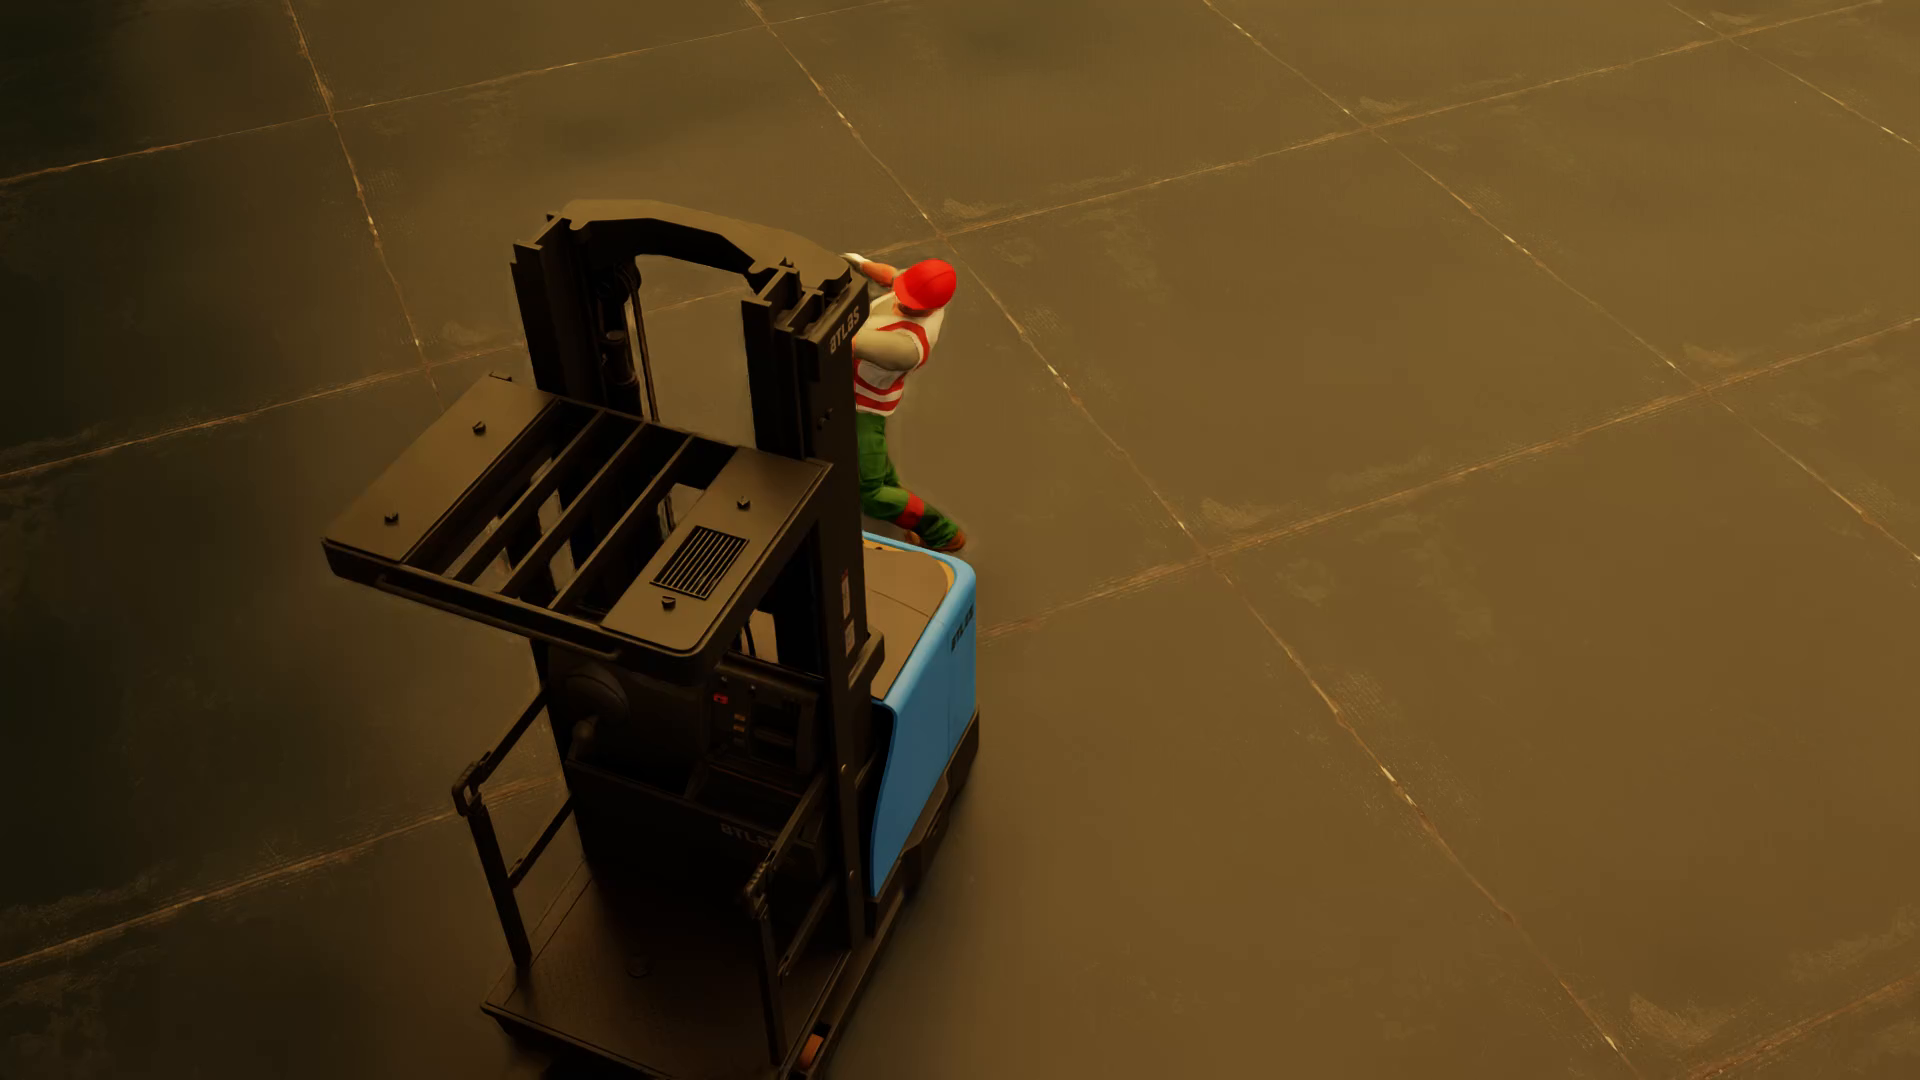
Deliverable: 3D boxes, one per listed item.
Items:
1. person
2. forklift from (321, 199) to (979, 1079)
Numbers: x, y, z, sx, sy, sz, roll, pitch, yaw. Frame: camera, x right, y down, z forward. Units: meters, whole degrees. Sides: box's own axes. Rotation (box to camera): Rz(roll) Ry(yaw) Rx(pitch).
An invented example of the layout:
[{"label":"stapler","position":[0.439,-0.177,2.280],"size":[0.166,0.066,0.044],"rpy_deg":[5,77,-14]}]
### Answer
[{"label":"person","position":[-0.413,-0.753,7.473],"size":[0.782,1.542,1.045],"rpy_deg":[-4,43,-5]},{"label":"forklift","position":[-0.951,0.602,5.035],"size":[1.130,2.935,3.031],"rpy_deg":[16,45,16]}]
